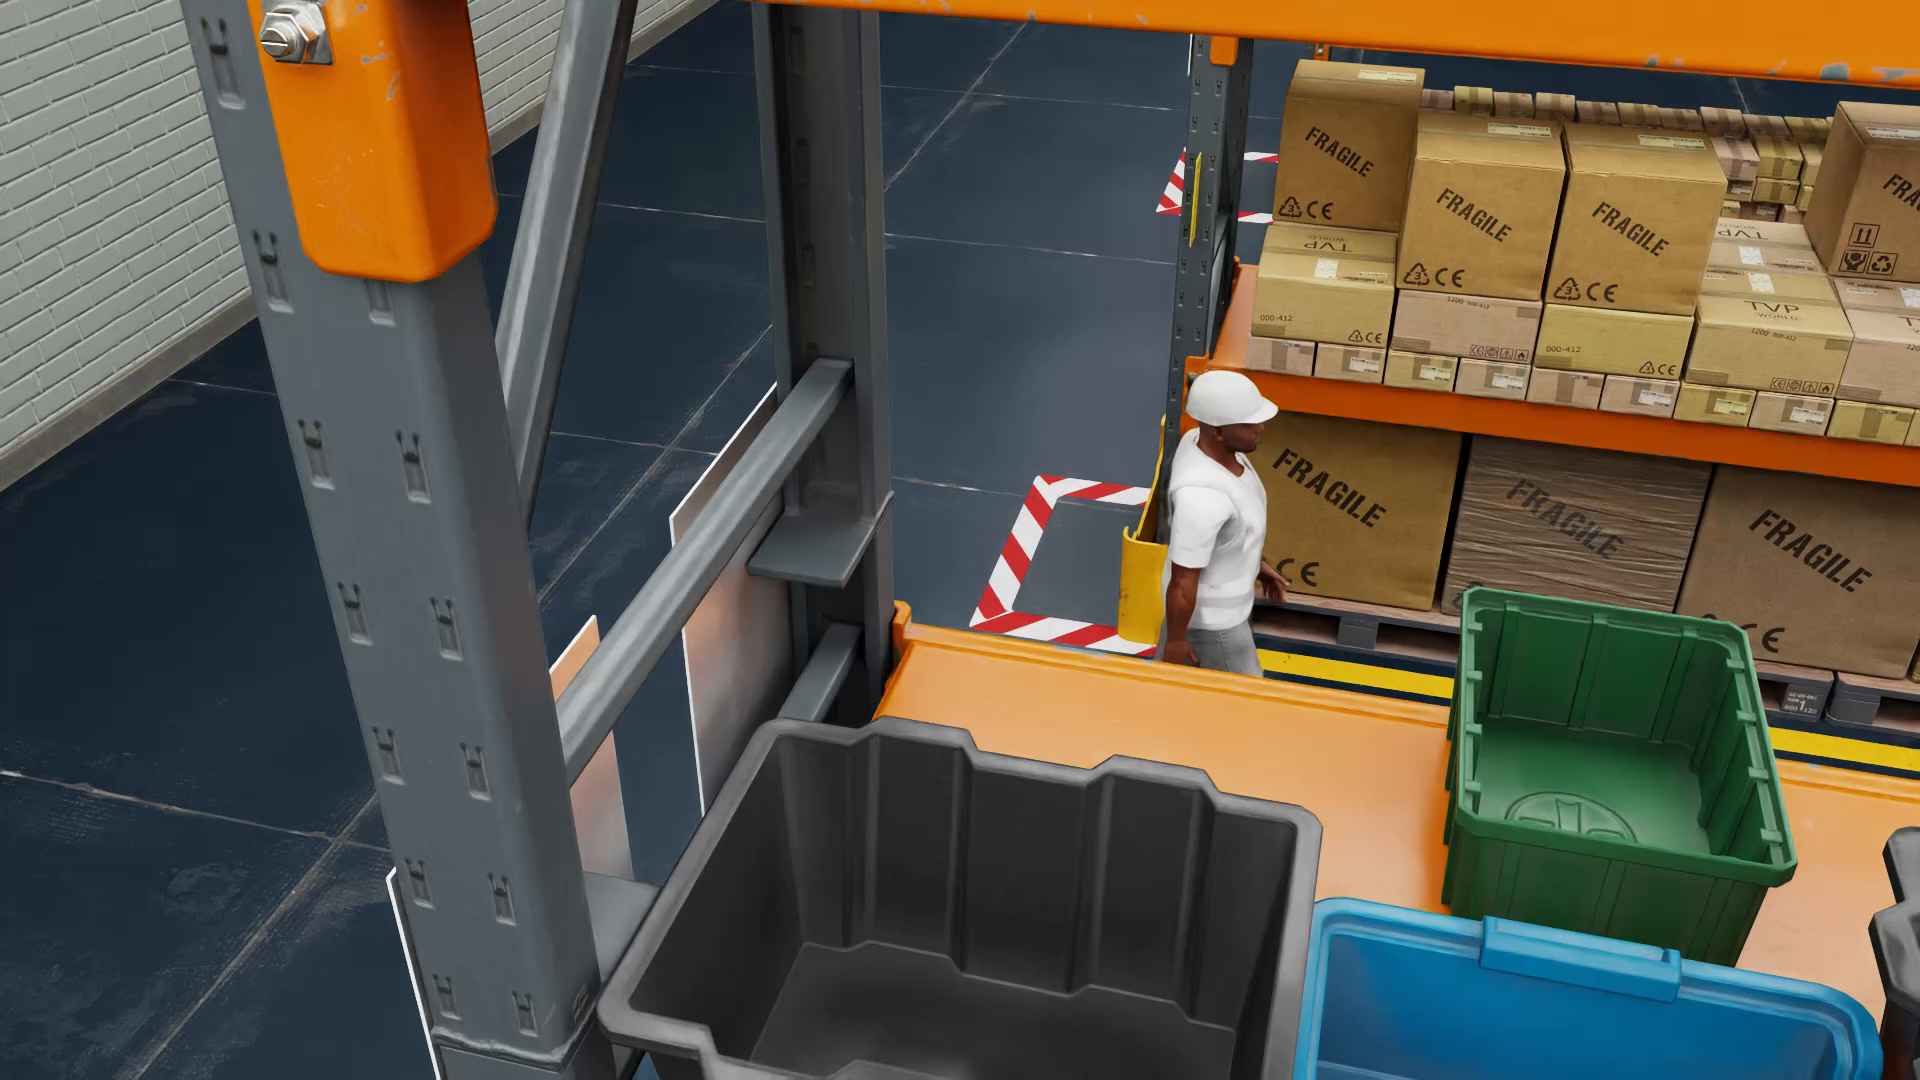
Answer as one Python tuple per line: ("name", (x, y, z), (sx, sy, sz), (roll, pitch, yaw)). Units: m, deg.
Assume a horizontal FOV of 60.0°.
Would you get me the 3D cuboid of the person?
("person", (1.003, 0.200, 5.769), (0.933, 1.732, 0.582), (3, 33, 4))
